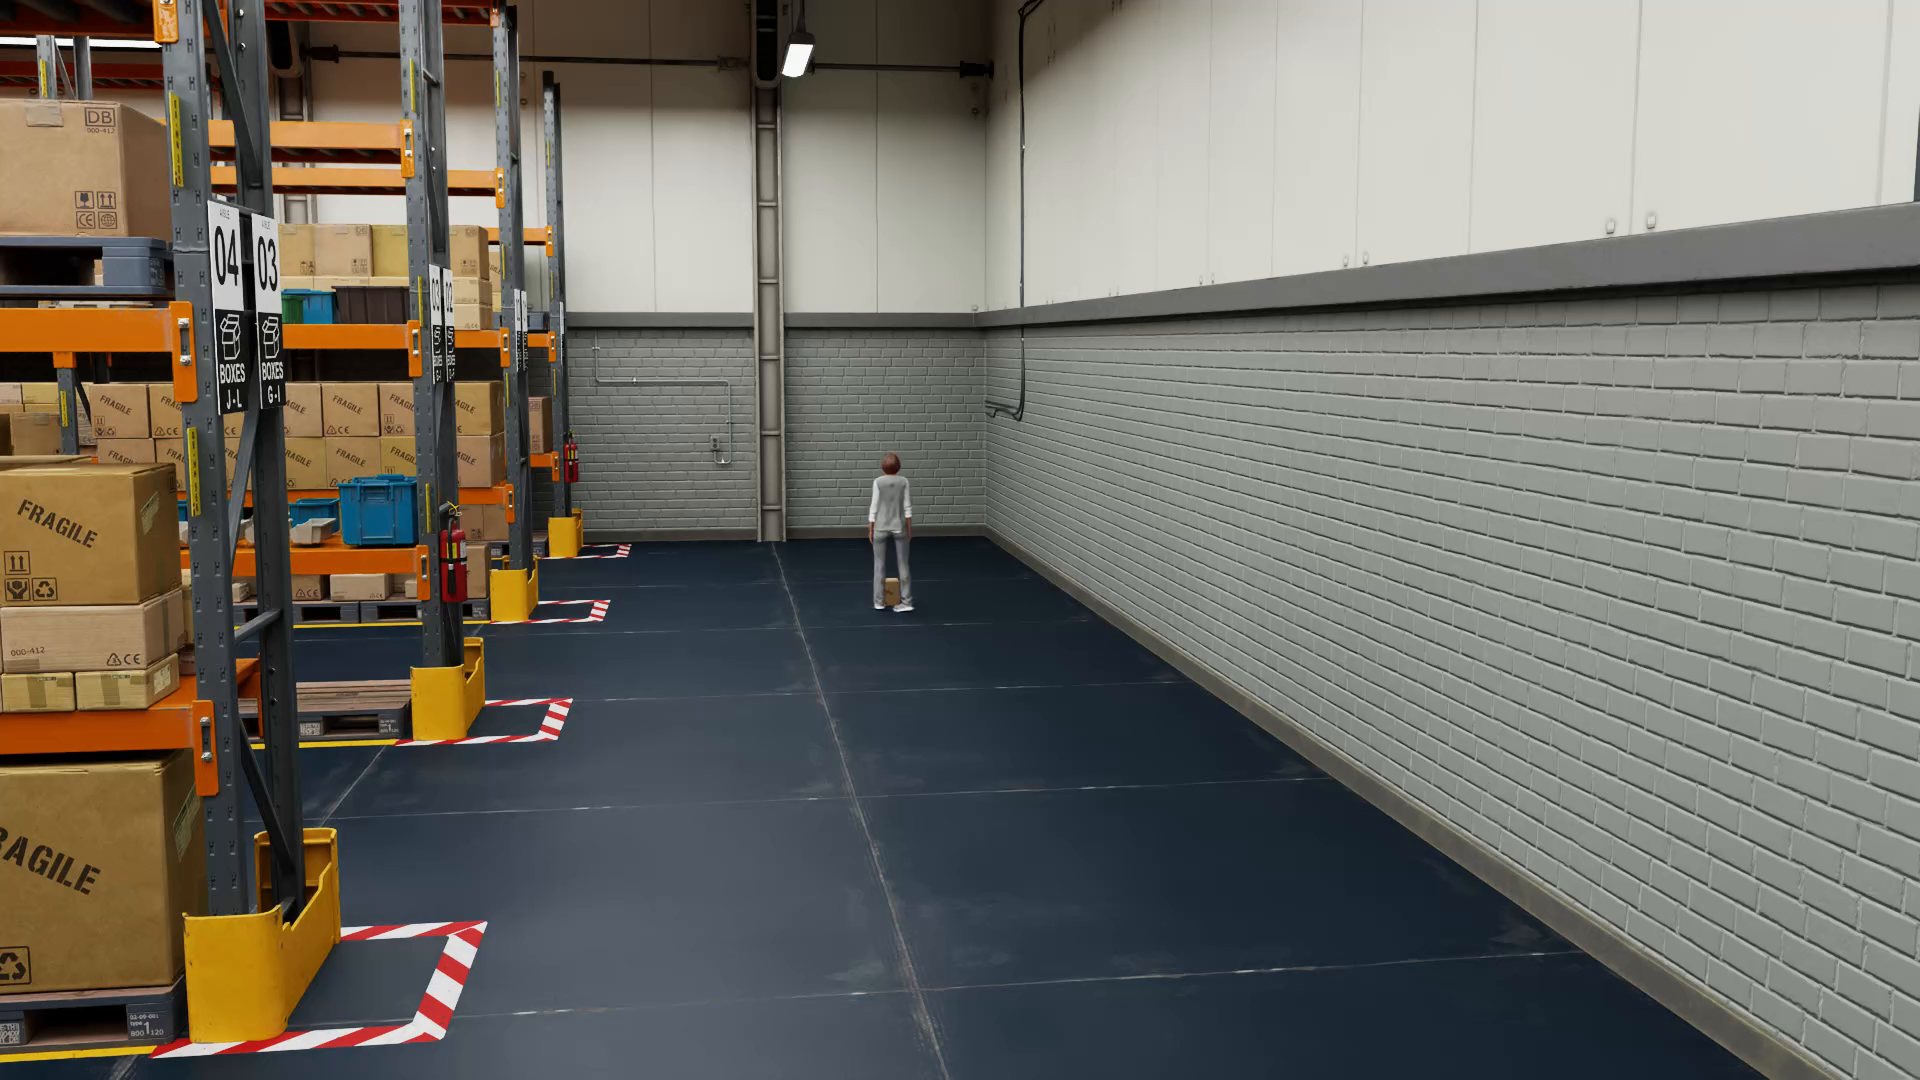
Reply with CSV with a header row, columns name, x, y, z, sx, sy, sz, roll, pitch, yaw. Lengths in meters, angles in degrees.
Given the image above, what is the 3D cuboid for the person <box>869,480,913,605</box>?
name,x,y,z,sx,sy,sz,roll,pitch,yaw
person,-0.692,0.018,16.648,0.432,1.285,0.363,-1,7,-7
